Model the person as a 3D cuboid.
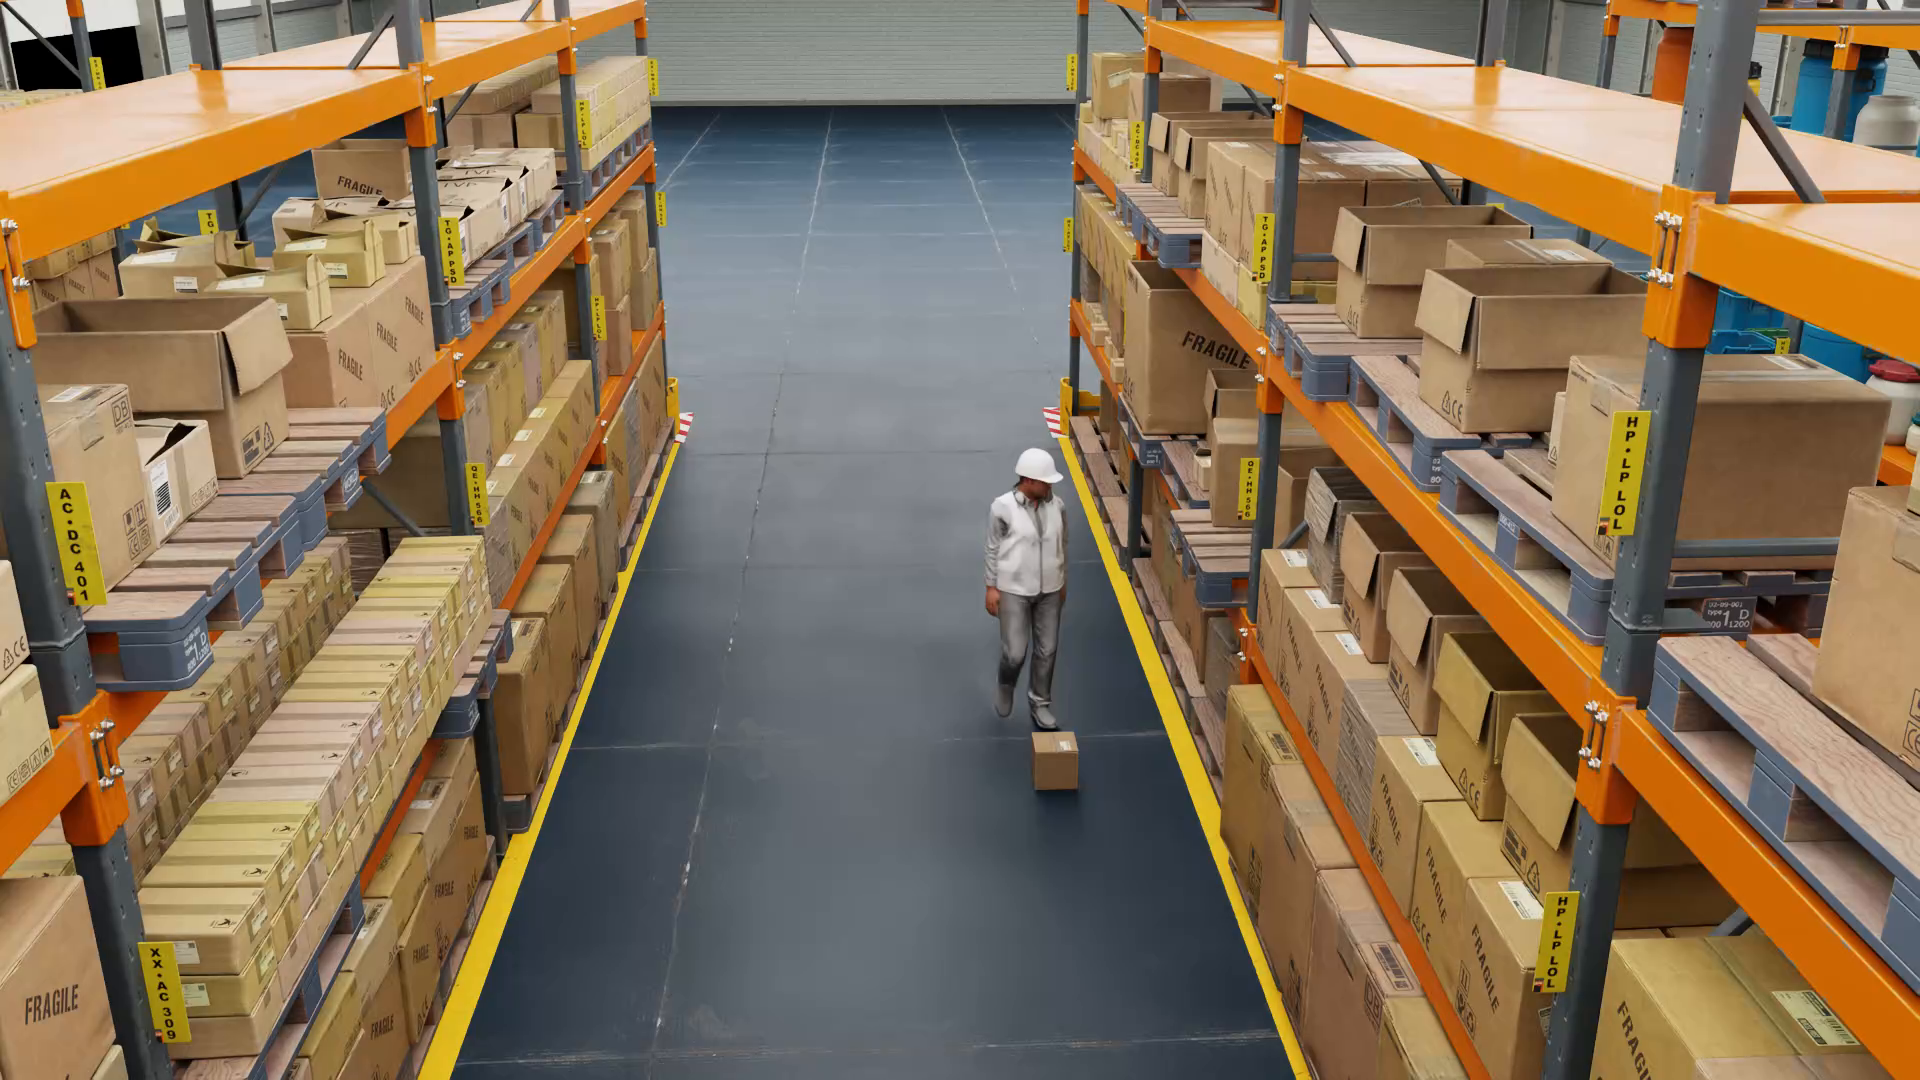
[{"bbox_3d":[0.440,0.297,10.184,0.553,1.773,0.462,-8,22,-21],"label":"person"}]
